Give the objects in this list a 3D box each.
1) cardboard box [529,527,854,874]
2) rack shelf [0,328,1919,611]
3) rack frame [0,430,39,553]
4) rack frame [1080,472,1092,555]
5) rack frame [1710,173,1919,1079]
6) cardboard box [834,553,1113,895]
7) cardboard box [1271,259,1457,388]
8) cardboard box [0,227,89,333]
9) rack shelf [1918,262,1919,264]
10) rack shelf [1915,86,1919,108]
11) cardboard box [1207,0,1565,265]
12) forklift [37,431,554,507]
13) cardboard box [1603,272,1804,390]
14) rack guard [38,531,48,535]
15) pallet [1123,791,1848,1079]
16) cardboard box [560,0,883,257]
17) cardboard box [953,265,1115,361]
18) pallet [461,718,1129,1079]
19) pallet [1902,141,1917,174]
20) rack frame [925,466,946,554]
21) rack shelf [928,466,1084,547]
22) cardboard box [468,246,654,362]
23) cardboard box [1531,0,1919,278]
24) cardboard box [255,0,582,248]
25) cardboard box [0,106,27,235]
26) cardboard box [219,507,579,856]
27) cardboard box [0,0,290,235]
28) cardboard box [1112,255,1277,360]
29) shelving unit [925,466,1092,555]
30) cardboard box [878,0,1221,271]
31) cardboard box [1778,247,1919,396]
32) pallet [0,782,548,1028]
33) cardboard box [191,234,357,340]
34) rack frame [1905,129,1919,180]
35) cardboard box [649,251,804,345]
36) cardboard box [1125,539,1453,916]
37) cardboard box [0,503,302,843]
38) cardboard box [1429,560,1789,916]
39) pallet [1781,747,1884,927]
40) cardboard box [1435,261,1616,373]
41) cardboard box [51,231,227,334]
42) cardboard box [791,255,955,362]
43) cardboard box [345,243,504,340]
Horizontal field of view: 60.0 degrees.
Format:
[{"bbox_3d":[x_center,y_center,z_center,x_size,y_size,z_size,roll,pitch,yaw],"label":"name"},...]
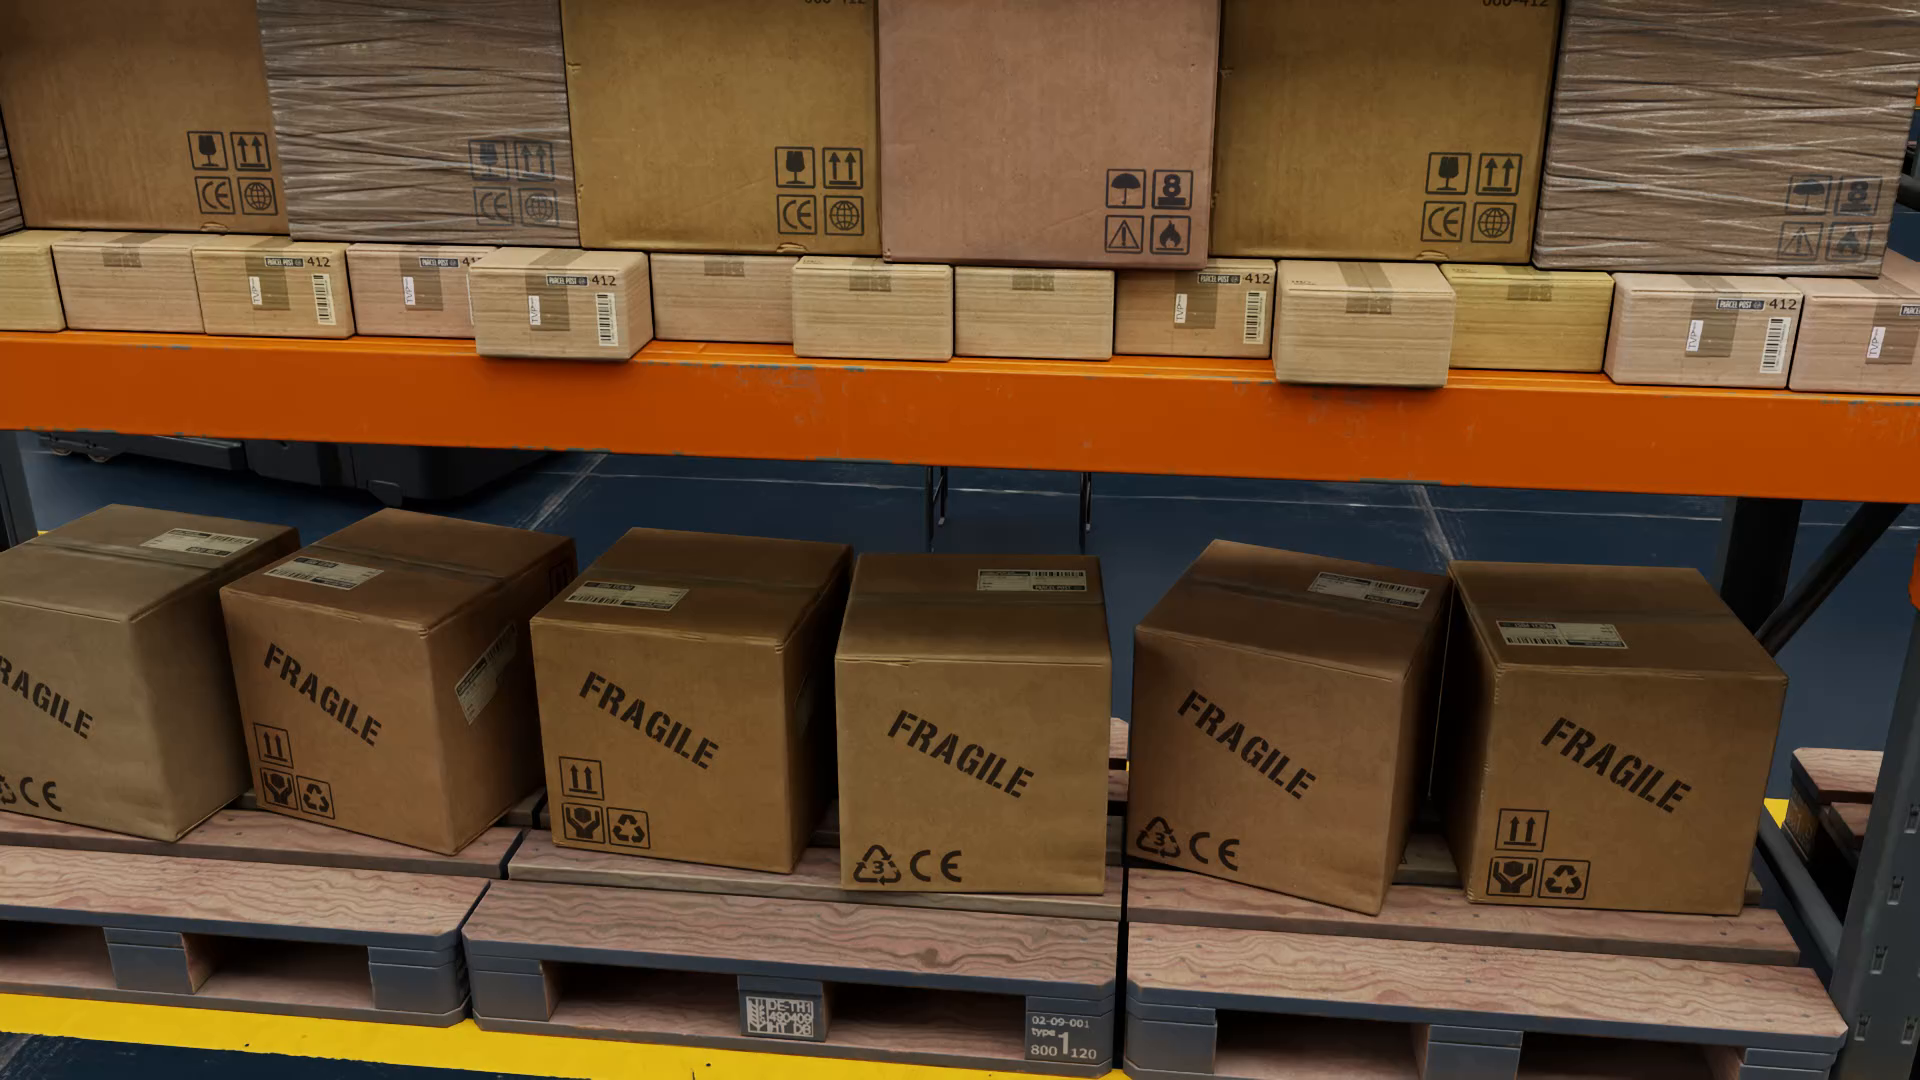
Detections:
[{"bbox_3d":[-0.518,0.310,3.404,0.500,0.500,0.500,5,22,11],"label":"cardboard box"},{"bbox_3d":[-0.367,-0.316,3.139,4.000,0.370,1.077,2,22,6],"label":"rack shelf"},{"bbox_3d":[-2.353,-0.737,3.225,0.127,3.000,1.000,2,22,6],"label":"rack frame"},{"bbox_3d":[0.407,-0.959,5.009,0.015,2.100,0.400,2,22,6],"label":"rack frame"},{"bbox_3d":[1.619,-0.564,2.787,0.127,3.000,1.000,2,22,6],"label":"rack frame"},{"bbox_3d":[0.031,0.351,3.302,0.500,0.500,0.500,1,22,1],"label":"cardboard box"},{"bbox_3d":[0.621,-0.367,2.629,0.250,0.149,0.380,2,22,6],"label":"cardboard box"},{"bbox_3d":[-1.606,-0.487,2.934,0.250,0.149,0.380,2,22,6],"label":"cardboard box"},{"bbox_3d":[3.605,-0.143,2.701,4.000,0.370,1.077,2,22,6],"label":"rack shelf"},{"bbox_3d":[4.188,-1.952,7.275,4.000,0.370,1.077,2,22,6],"label":"rack shelf"},{"bbox_3d":[0.687,-0.826,2.908,0.500,0.500,0.875,2,22,6],"label":"cardboard box"},{"bbox_3d":[-2.897,-1.815,6.045,3.031,2.935,1.130,9,23,22],"label":"forklift"},{"bbox_3d":[1.124,-0.364,2.622,0.250,0.149,0.380,2,22,6],"label":"cardboard box"},{"bbox_3d":[-2.278,0.428,3.676,0.348,0.500,1.175,2,22,6],"label":"rack guard"},{"bbox_3d":[0.948,0.716,3.341,1.213,0.211,1.003,2,22,6],"label":"pallet"},{"bbox_3d":[-0.313,-0.847,2.962,0.500,0.500,0.875,2,22,6],"label":"cardboard box"},{"bbox_3d":[0.135,-0.422,2.768,0.250,0.149,0.380,2,22,6],"label":"cardboard box"},{"bbox_3d":[-0.267,0.664,3.472,1.213,0.211,1.003,2,22,6],"label":"pallet"},{"bbox_3d":[7.497,-2.665,11.894,1.213,0.211,1.003,2,22,6],"label":"pallet"},{"bbox_3d":[-0.078,-0.980,5.062,0.015,2.100,0.400,2,22,6],"label":"rack frame"},{"bbox_3d":[0.164,-0.306,5.298,0.480,0.518,0.431,2,22,6],"label":"rack shelf"},{"bbox_3d":[-0.620,-0.421,2.766,0.250,0.149,0.380,2,22,6],"label":"cardboard box"},{"bbox_3d":[1.179,-0.791,2.821,0.500,0.500,0.875,2,22,6],"label":"cardboard box"},{"bbox_3d":[-0.808,-0.873,3.028,0.500,0.500,0.875,2,22,6],"label":"cardboard box"},{"bbox_3d":[-1.810,-0.888,3.067,0.500,0.500,0.875,2,22,6],"label":"cardboard box"},{"bbox_3d":[-1.138,0.276,3.490,0.500,0.500,0.500,8,23,20],"label":"cardboard box"},{"bbox_3d":[-1.300,-0.911,3.123,0.500,0.500,0.875,2,22,6],"label":"cardboard box"},{"bbox_3d":[0.388,-0.426,2.778,0.250,0.149,0.380,2,22,6],"label":"cardboard box"},{"bbox_3d":[0.164,-0.969,5.036,0.503,2.100,0.431,2,22,6],"label":"shelving unit"},{"bbox_3d":[0.178,-0.811,2.870,0.500,0.500,0.875,2,22,6],"label":"cardboard box"},{"bbox_3d":[1.371,-0.349,2.586,0.250,0.149,0.380,2,22,6],"label":"cardboard box"},{"bbox_3d":[-1.475,0.611,3.608,1.213,0.211,1.003,2,22,6],"label":"pallet"},{"bbox_3d":[-1.108,-0.470,2.892,0.250,0.149,0.380,2,22,6],"label":"cardboard box"},{"bbox_3d":[6.761,-4.008,11.498,0.127,3.000,1.000,2,22,6],"label":"rack frame"},{"bbox_3d":[-0.356,-0.459,2.861,0.250,0.149,0.380,2,22,6],"label":"cardboard box"},{"bbox_3d":[0.657,0.349,3.306,0.500,0.500,0.500,10,24,23],"label":"cardboard box"},{"bbox_3d":[-1.735,0.263,3.524,0.500,0.500,0.500,7,23,16],"label":"cardboard box"},{"bbox_3d":[1.226,0.371,3.250,0.500,0.500,0.500,2,22,5],"label":"cardboard box"},{"bbox_3d":[2.392,0.766,3.216,1.213,0.211,1.003,2,22,6],"label":"pallet"},{"bbox_3d":[0.882,-0.397,2.705,0.250,0.149,0.380,2,22,6],"label":"cardboard box"},{"bbox_3d":[-1.355,-0.484,2.926,0.250,0.149,0.380,2,22,6],"label":"cardboard box"},{"bbox_3d":[-0.117,-0.420,2.763,0.250,0.149,0.380,2,22,6],"label":"cardboard box"},{"bbox_3d":[-0.856,-0.470,2.889,0.250,0.149,0.380,2,22,6],"label":"cardboard box"}]
